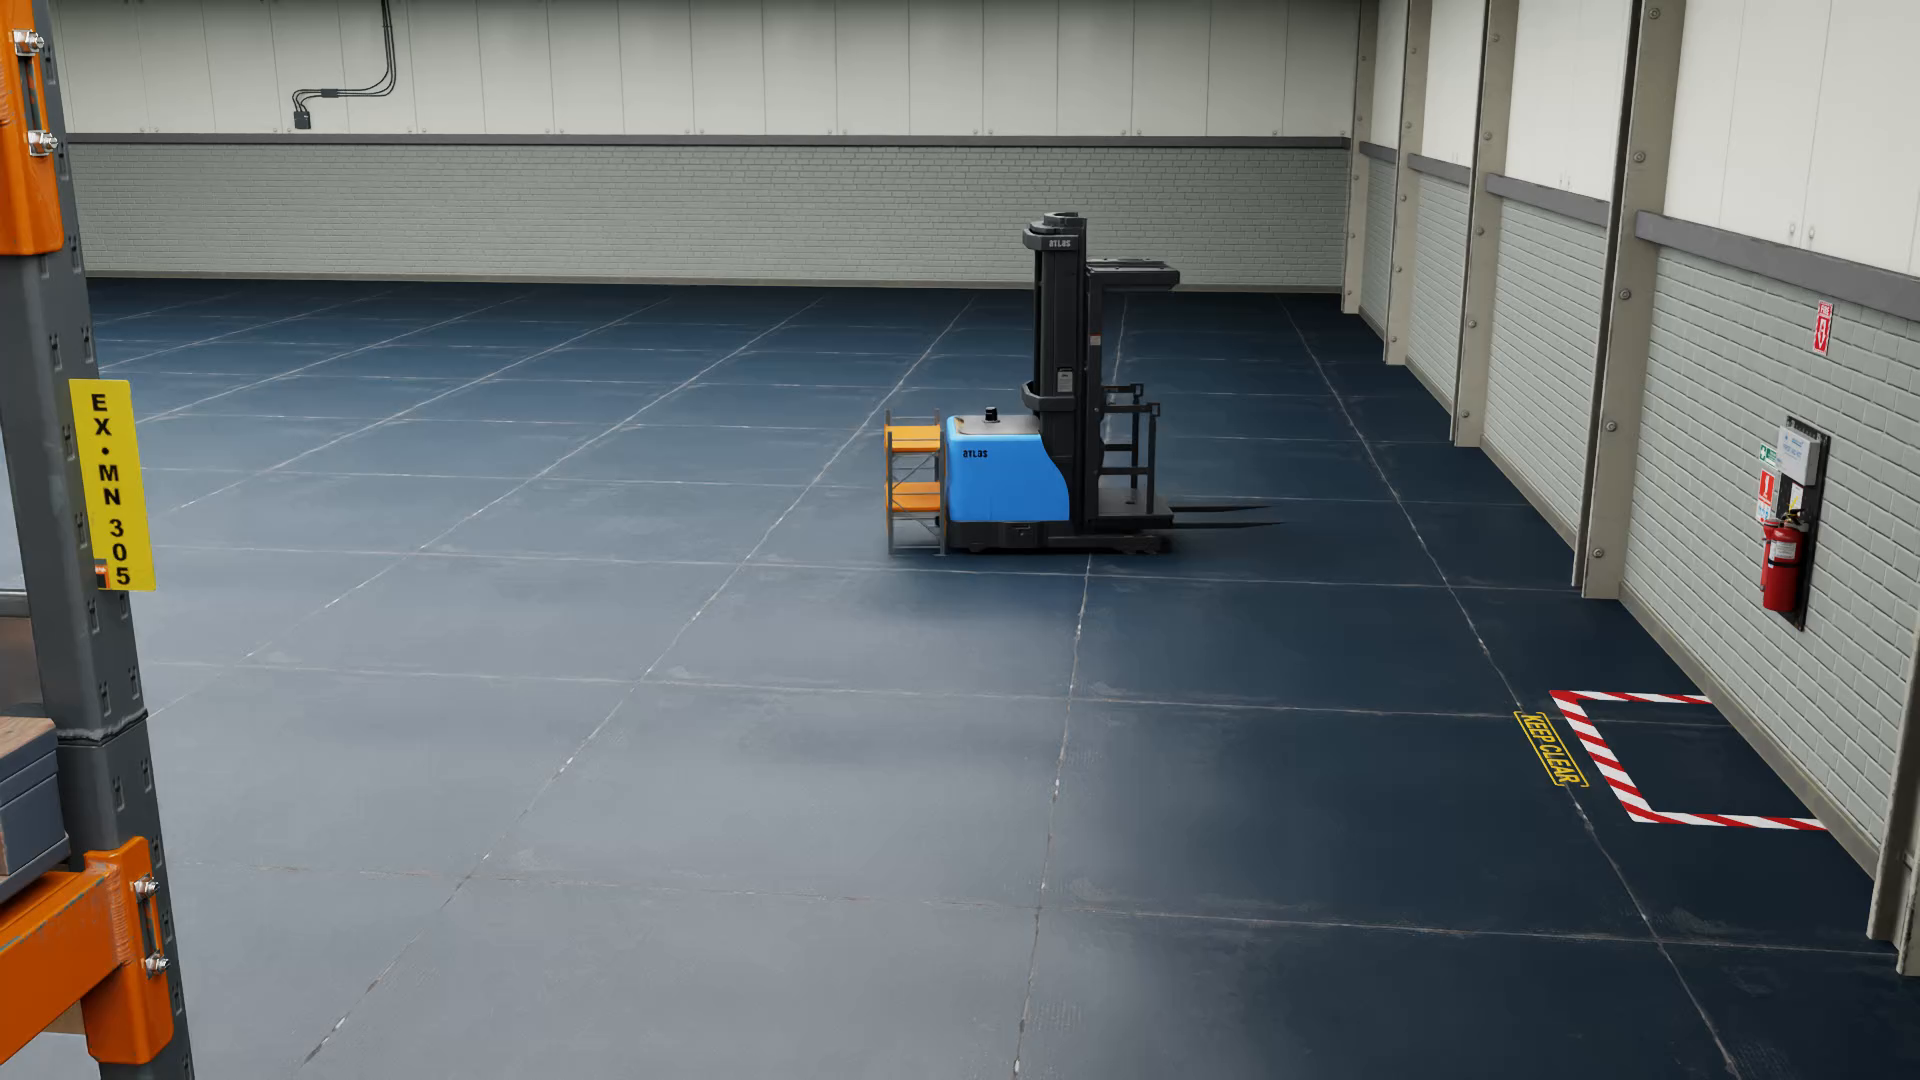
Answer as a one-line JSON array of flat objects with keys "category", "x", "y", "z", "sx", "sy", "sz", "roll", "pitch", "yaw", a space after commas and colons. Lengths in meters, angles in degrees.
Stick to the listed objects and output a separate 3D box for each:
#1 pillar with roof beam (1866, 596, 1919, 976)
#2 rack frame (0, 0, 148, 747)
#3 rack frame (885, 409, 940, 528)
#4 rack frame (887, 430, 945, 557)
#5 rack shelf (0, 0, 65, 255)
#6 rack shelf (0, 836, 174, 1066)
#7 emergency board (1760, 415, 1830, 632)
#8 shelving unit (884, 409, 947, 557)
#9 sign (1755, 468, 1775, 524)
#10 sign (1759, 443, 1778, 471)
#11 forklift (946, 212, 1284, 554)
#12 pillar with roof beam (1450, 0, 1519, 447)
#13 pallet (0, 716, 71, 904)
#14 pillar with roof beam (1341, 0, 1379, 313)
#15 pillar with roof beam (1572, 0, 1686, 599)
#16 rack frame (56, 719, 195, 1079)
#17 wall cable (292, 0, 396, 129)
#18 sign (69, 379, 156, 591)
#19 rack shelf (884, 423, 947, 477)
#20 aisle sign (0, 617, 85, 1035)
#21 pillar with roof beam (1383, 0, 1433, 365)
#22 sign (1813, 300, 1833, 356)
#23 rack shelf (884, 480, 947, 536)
[{"category": "pillar with roof beam", "x": 0.283, "y": -2.490, "z": 7.219, "sx": 9.100, "sy": 9.000, "sz": 0.400, "roll": 2, "pitch": 15, "yaw": 6}, {"category": "rack frame", "x": -1.819, "y": -1.159, "z": 2.297, "sx": 1.000, "sy": 3.000, "sz": 0.127, "roll": 2, "pitch": 15, "yaw": 6}, {"category": "rack frame", "x": -0.442, "y": -0.667, "z": 15.562, "sx": 0.500, "sy": 1.125, "sz": 0.032, "roll": -1, "pitch": 15, "yaw": -3}, {"category": "rack frame", "x": -0.383, "y": -0.402, "z": 14.582, "sx": 0.500, "sy": 1.125, "sz": 0.032, "roll": -1, "pitch": 15, "yaw": -3}, {"category": "rack shelf", "x": -2.045, "y": -0.100, "z": 0.525, "sx": 1.077, "sy": 0.370, "sz": 4.000, "roll": 2, "pitch": 15, "yaw": 6}, {"category": "rack shelf", "x": -2.045, "y": 1.155, "z": 0.864, "sx": 1.077, "sy": 0.370, "sz": 4.000, "roll": 2, "pitch": 15, "yaw": 6}, {"category": "emergency board", "x": 4.877, "y": -0.107, "z": 9.900, "sx": 0.194, "sy": 1.169, "sz": 0.643, "roll": 2, "pitch": 15, "yaw": 6}, {"category": "shelving unit", "x": -0.412, "y": -0.535, "z": 15.072, "sx": 0.538, "sy": 1.125, "sz": 1.048, "roll": -1, "pitch": 15, "yaw": -3}, {"category": "sign", "x": 5.042, "y": -0.265, "z": 10.414, "sx": 0.001, "sy": 0.329, "sz": 0.234, "roll": 2, "pitch": 15, "yaw": 6}, {"category": "sign", "x": 5.033, "y": -0.520, "z": 10.341, "sx": 0.001, "sy": 0.109, "sz": 0.331, "roll": 2, "pitch": 15, "yaw": 6}, {"category": "forklift", "x": 1.396, "y": -1.427, "z": 14.912, "sx": 3.031, "sy": 2.935, "sz": 1.130, "roll": -1, "pitch": 15, "yaw": -2}, {"category": "pillar with roof beam", "x": 1.637, "y": -5.602, "z": 18.729, "sx": 9.100, "sy": 9.000, "sz": 0.400, "roll": 2, "pitch": 15, "yaw": 6}, {"category": "pallet", "x": -1.925, "y": 0.514, "z": 2.025, "sx": 1.003, "sy": 0.211, "sz": 1.213, "roll": 2, "pitch": 15, "yaw": 6}, {"category": "pillar with roof beam", "x": 2.991, "y": -8.715, "z": 30.239, "sx": 9.100, "sy": 9.000, "sz": 0.400, "roll": 2, "pitch": 15, "yaw": 6}, {"category": "pillar with roof beam", "x": 0.960, "y": -4.046, "z": 12.974, "sx": 9.100, "sy": 9.000, "sz": 0.400, "roll": 2, "pitch": 15, "yaw": 6}, {"category": "rack frame", "x": -1.819, "y": 1.737, "z": 3.080, "sx": 1.000, "sy": 3.000, "sz": 0.127, "roll": 2, "pitch": 15, "yaw": 6}, {"category": "wall cable", "x": -12.953, "y": -11.599, "z": 34.390, "sx": 2.305, "sy": 6.003, "sz": 0.169, "roll": 2, "pitch": 15, "yaw": 6}, {"category": "sign", "x": -1.282, "y": -0.081, "z": 2.511, "sx": 0.100, "sy": 0.325, "sz": 0.005, "roll": 2, "pitch": 15, "yaw": 6}, {"category": "rack shelf", "x": -0.412, "y": -0.817, "z": 14.995, "sx": 0.538, "sy": 0.278, "sz": 1.000, "roll": -1, "pitch": 15, "yaw": -3}, {"category": "aisle sign", "x": -1.520, "y": 0.474, "z": 2.772, "sx": 0.394, "sy": 0.787, "sz": 0.004, "roll": 2, "pitch": 15, "yaw": 6}, {"category": "pillar with roof beam", "x": 2.314, "y": -7.159, "z": 24.484, "sx": 9.100, "sy": 9.000, "sz": 0.400, "roll": 2, "pitch": 15, "yaw": 6}, {"category": "sign", "x": 4.977, "y": -1.225, "z": 9.594, "sx": 0.001, "sy": 0.298, "sz": 0.199, "roll": 2, "pitch": 15, "yaw": 6}, {"category": "rack shelf", "x": -0.412, "y": -0.299, "z": 15.136, "sx": 0.538, "sy": 0.278, "sz": 1.000, "roll": -1, "pitch": 15, "yaw": -3}]
